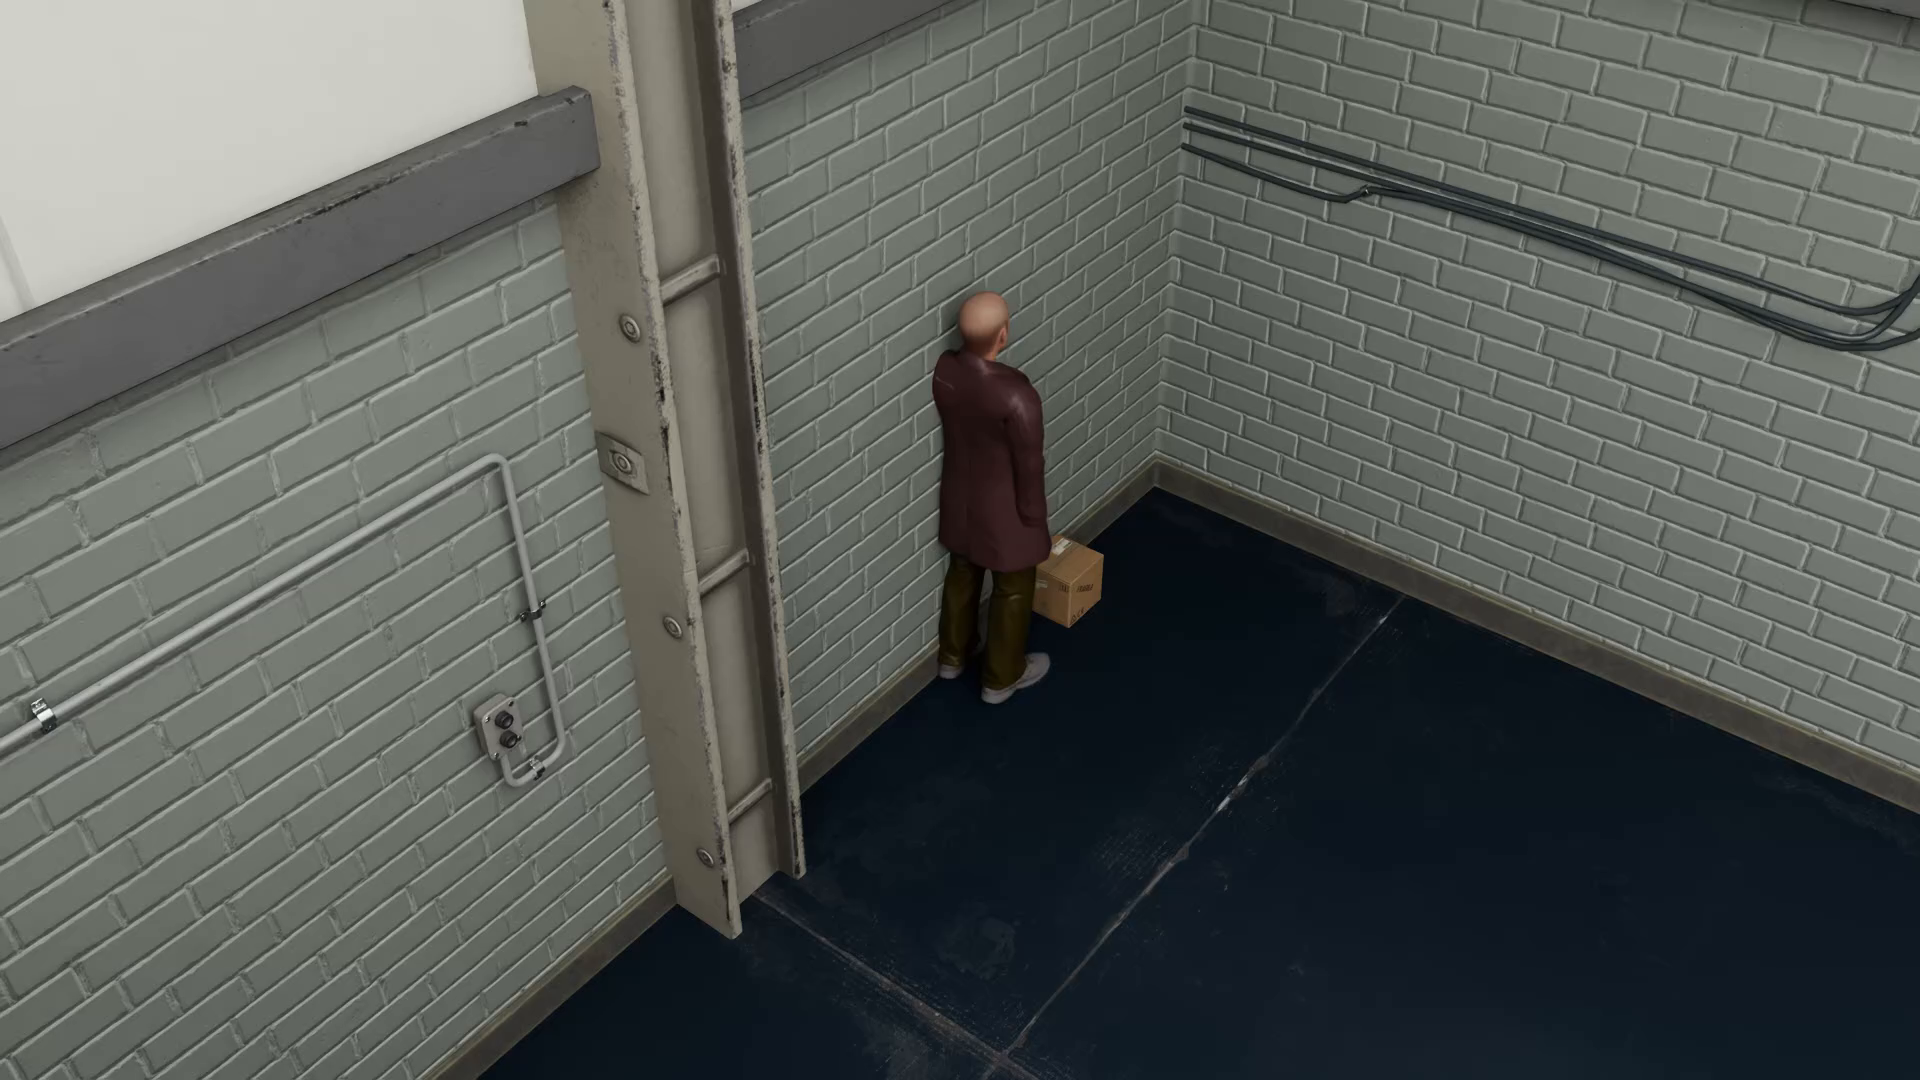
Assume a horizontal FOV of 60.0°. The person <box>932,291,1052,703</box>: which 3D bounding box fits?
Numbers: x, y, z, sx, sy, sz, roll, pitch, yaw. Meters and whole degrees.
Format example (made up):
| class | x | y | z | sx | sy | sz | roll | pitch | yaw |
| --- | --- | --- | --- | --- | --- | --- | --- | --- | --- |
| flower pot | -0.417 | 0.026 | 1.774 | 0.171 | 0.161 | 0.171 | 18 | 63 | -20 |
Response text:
| class | x | y | z | sx | sy | sz | roll | pitch | yaw |
| --- | --- | --- | --- | --- | --- | --- | --- | --- | --- |
| person | 0.104 | -0.170 | 6.389 | 0.562 | 1.781 | 0.380 | 26 | 45 | 29 |
